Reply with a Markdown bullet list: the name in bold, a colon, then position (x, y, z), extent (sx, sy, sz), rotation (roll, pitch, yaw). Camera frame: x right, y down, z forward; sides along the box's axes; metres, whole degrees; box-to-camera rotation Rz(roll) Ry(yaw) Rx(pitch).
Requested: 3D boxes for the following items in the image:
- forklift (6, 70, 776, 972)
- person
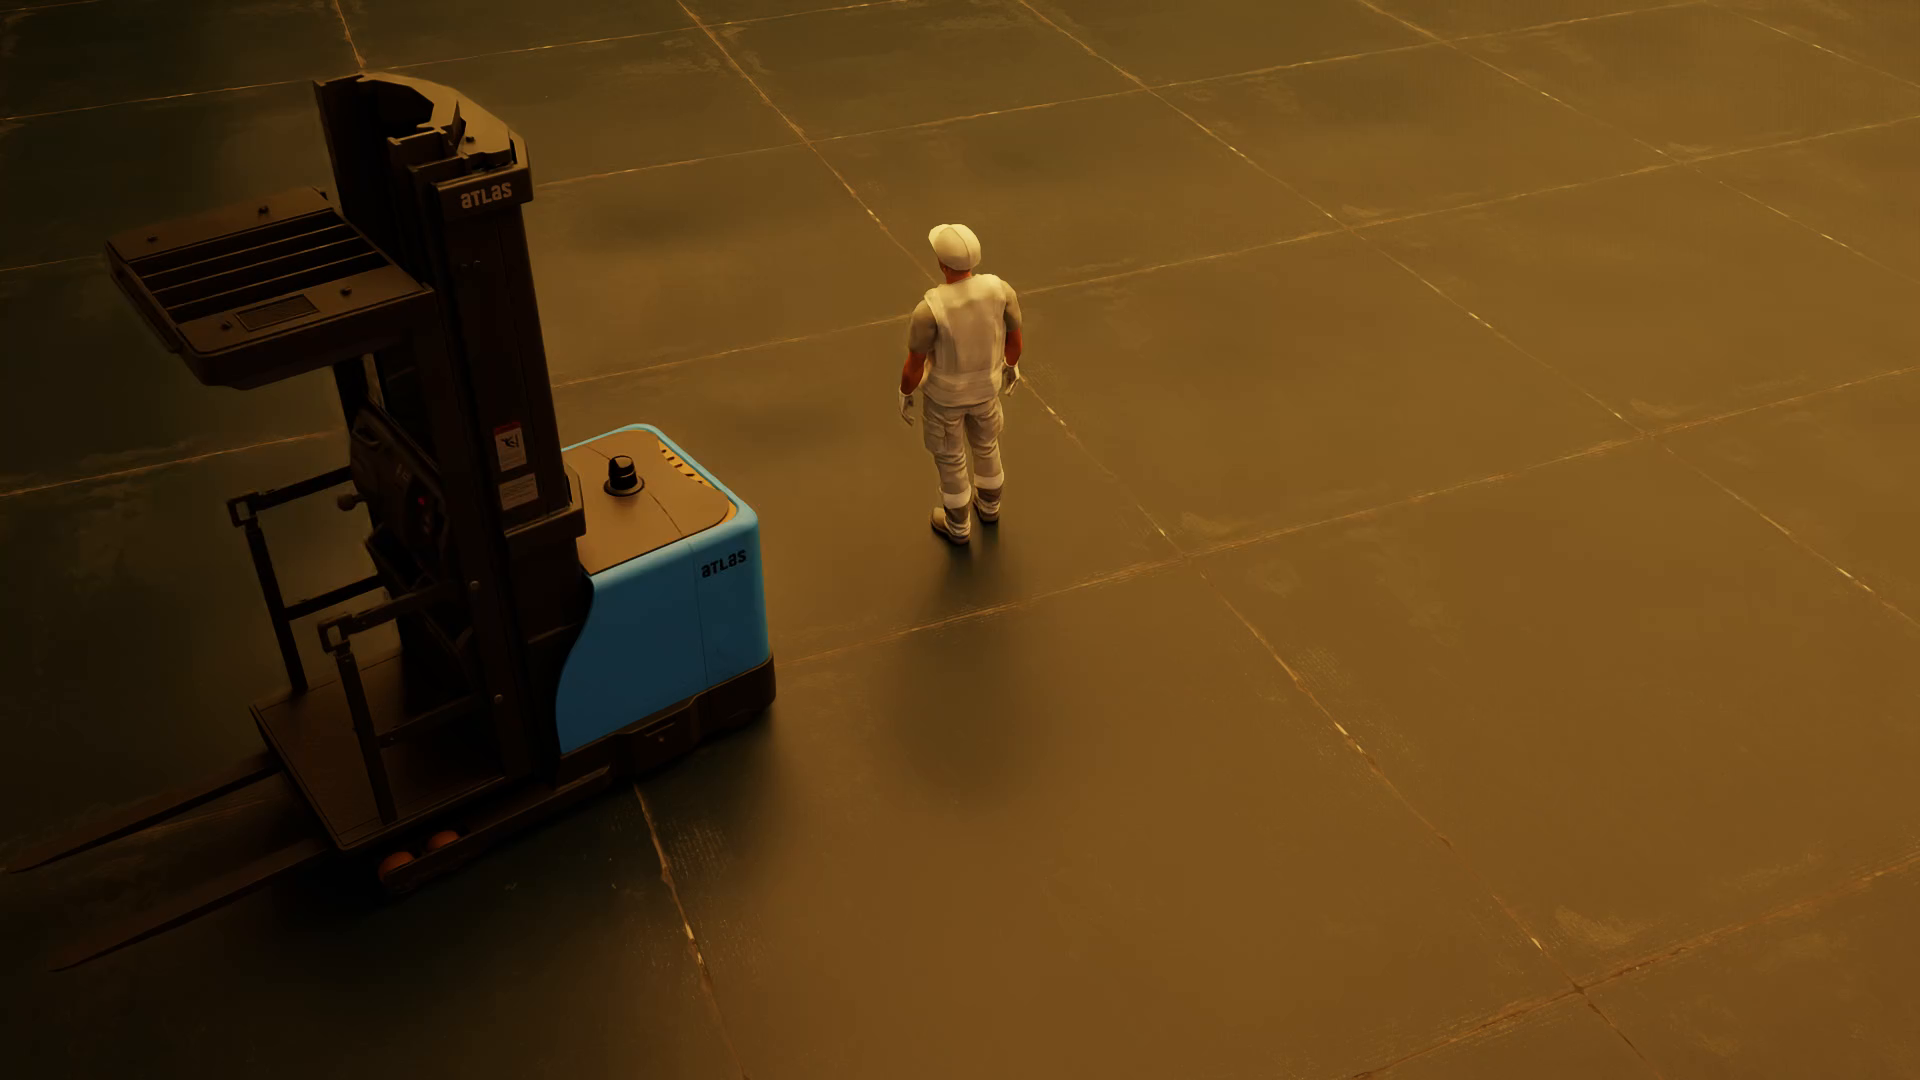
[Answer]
- **forklift**: position (-2.309, -0.131, 6.282), extent (3.031, 2.935, 1.130), rotation (-24, 42, -30)
- **person**: position (-0.022, -0.780, 8.169), extent (0.638, 1.789, 0.562), rotation (-14, 38, -19)
